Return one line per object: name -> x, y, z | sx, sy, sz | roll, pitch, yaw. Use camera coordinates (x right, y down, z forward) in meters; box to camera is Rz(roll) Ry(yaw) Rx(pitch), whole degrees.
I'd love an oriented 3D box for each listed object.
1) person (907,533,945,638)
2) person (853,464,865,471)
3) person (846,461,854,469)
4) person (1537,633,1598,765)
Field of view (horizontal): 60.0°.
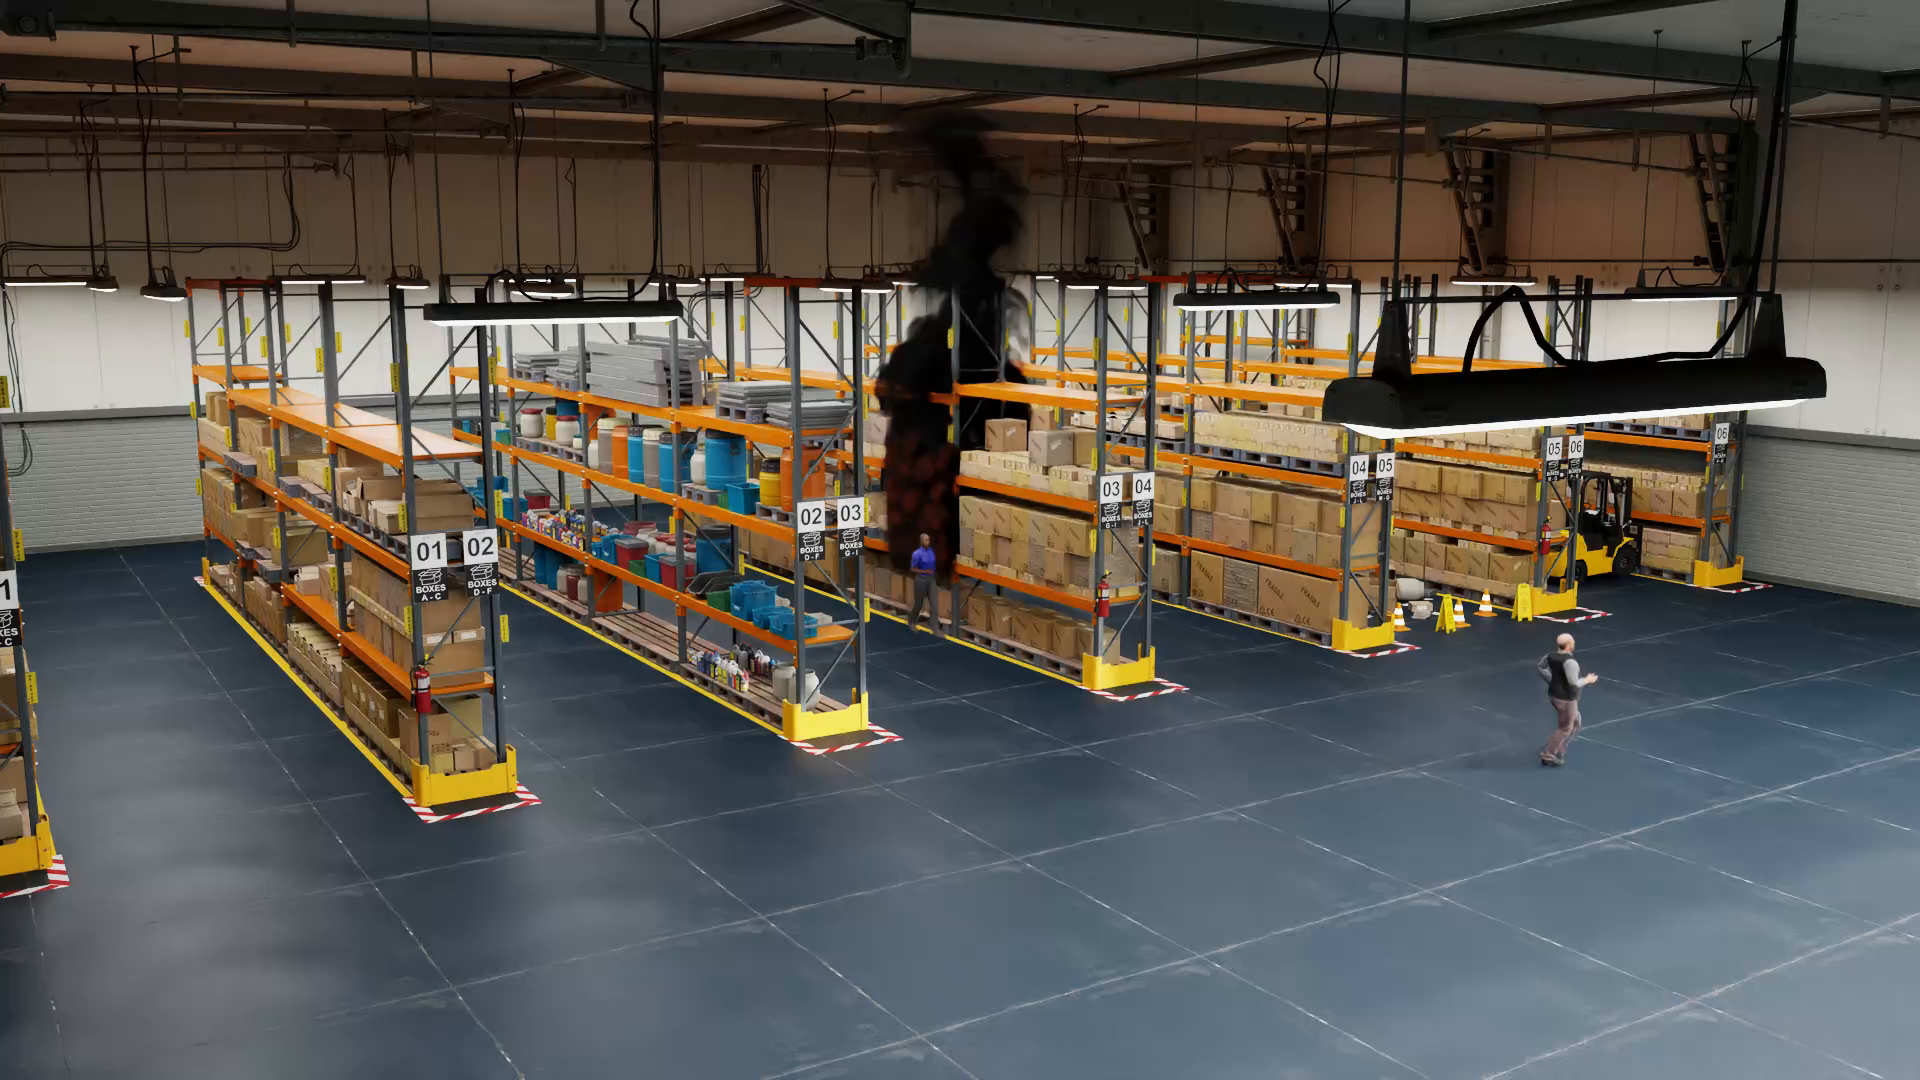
person -> -0.558, 0.775, 26.913 | 0.541, 1.593, 0.852 | -7, 12, -38
person -> -2.480, -1.512, 41.734 | 0.683, 1.782, 0.844 | 8, 13, 41
person -> -2.612, -0.990, 38.707 | 0.695, 1.821, 0.733 | -6, 11, -30
person -> 7.643, 2.016, 20.924 | 0.658, 1.728, 0.641 | -1, 10, -5
